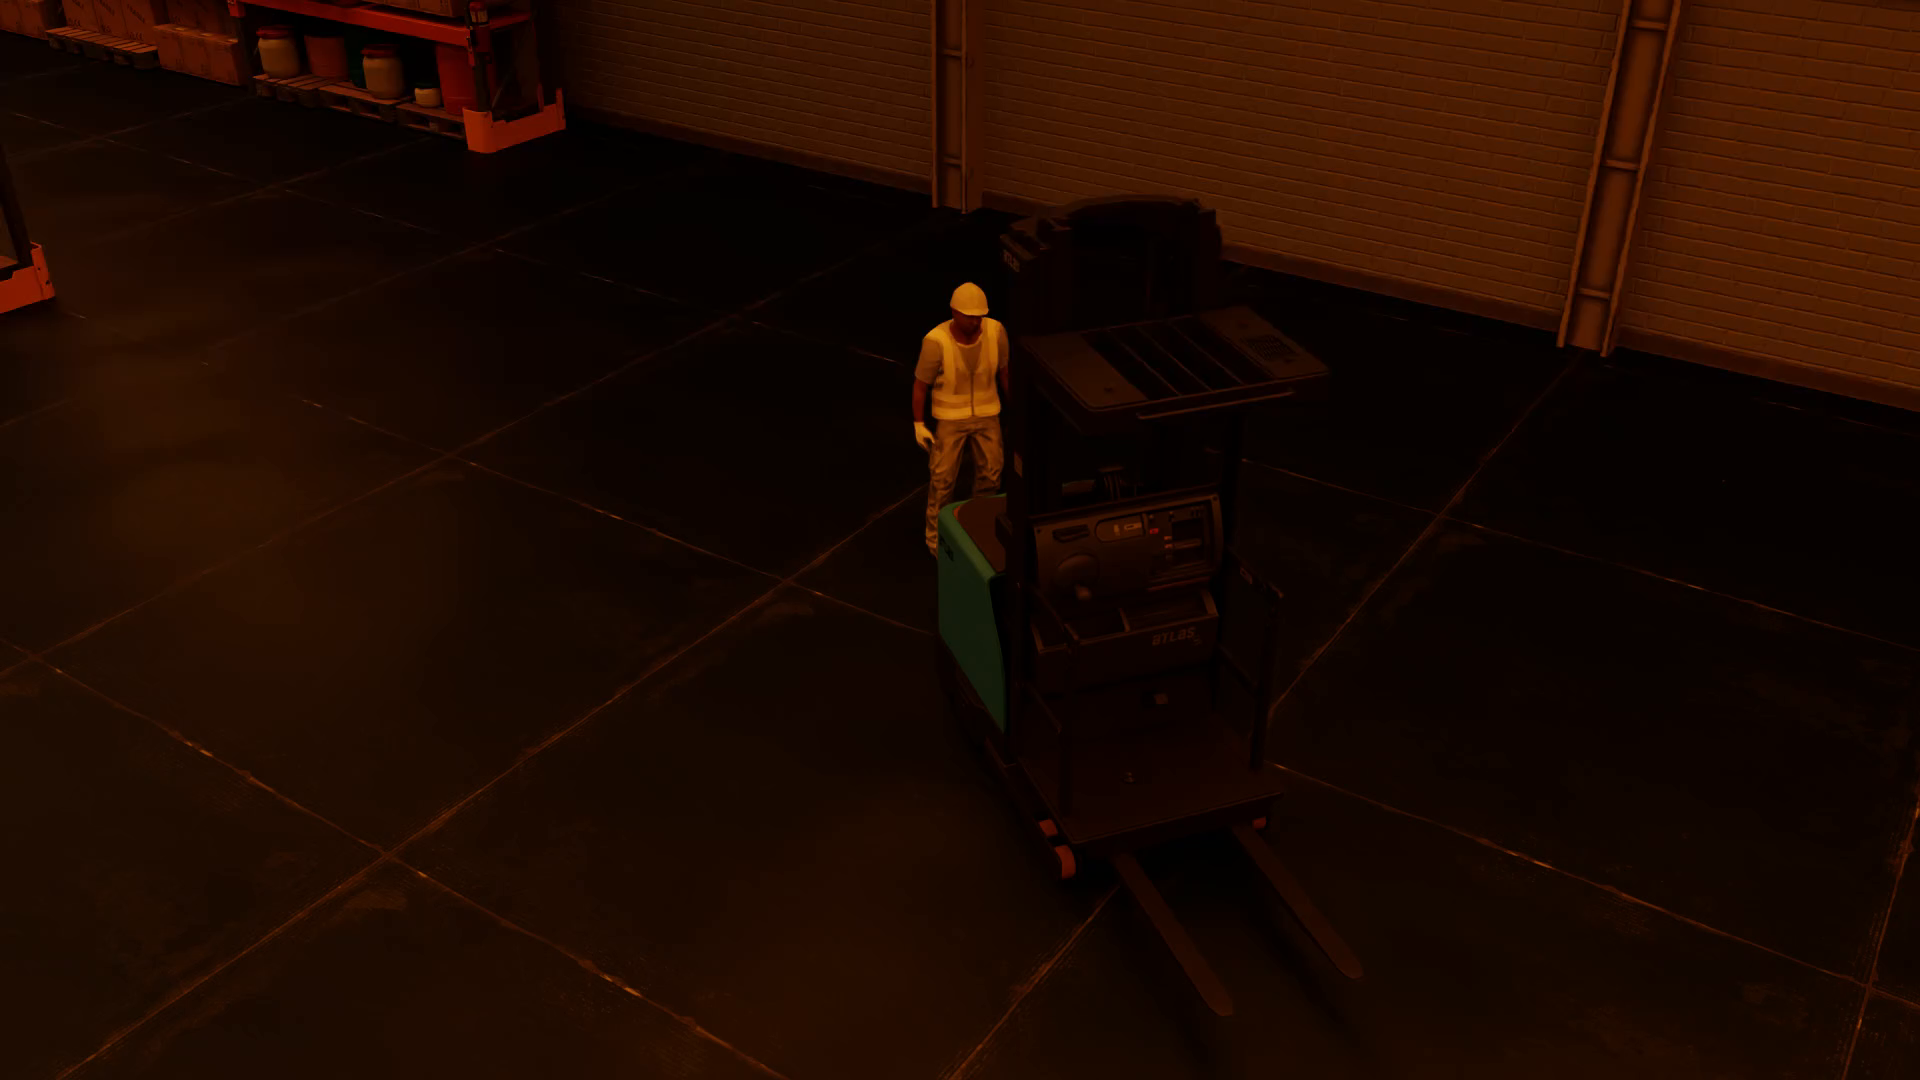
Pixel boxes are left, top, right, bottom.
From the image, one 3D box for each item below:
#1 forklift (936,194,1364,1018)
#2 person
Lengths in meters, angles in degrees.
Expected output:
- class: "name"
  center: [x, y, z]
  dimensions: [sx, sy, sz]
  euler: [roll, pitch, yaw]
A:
- class: "forklift"
  center: [0.851, 0.085, 7.434]
  dimensions: [1.130, 2.935, 3.031]
  euler: [-10, 32, -17]
- class: "person"
  center: [0.055, -0.710, 9.983]
  dimensions: [0.664, 1.756, 0.513]
  euler: [-9, 31, -15]
